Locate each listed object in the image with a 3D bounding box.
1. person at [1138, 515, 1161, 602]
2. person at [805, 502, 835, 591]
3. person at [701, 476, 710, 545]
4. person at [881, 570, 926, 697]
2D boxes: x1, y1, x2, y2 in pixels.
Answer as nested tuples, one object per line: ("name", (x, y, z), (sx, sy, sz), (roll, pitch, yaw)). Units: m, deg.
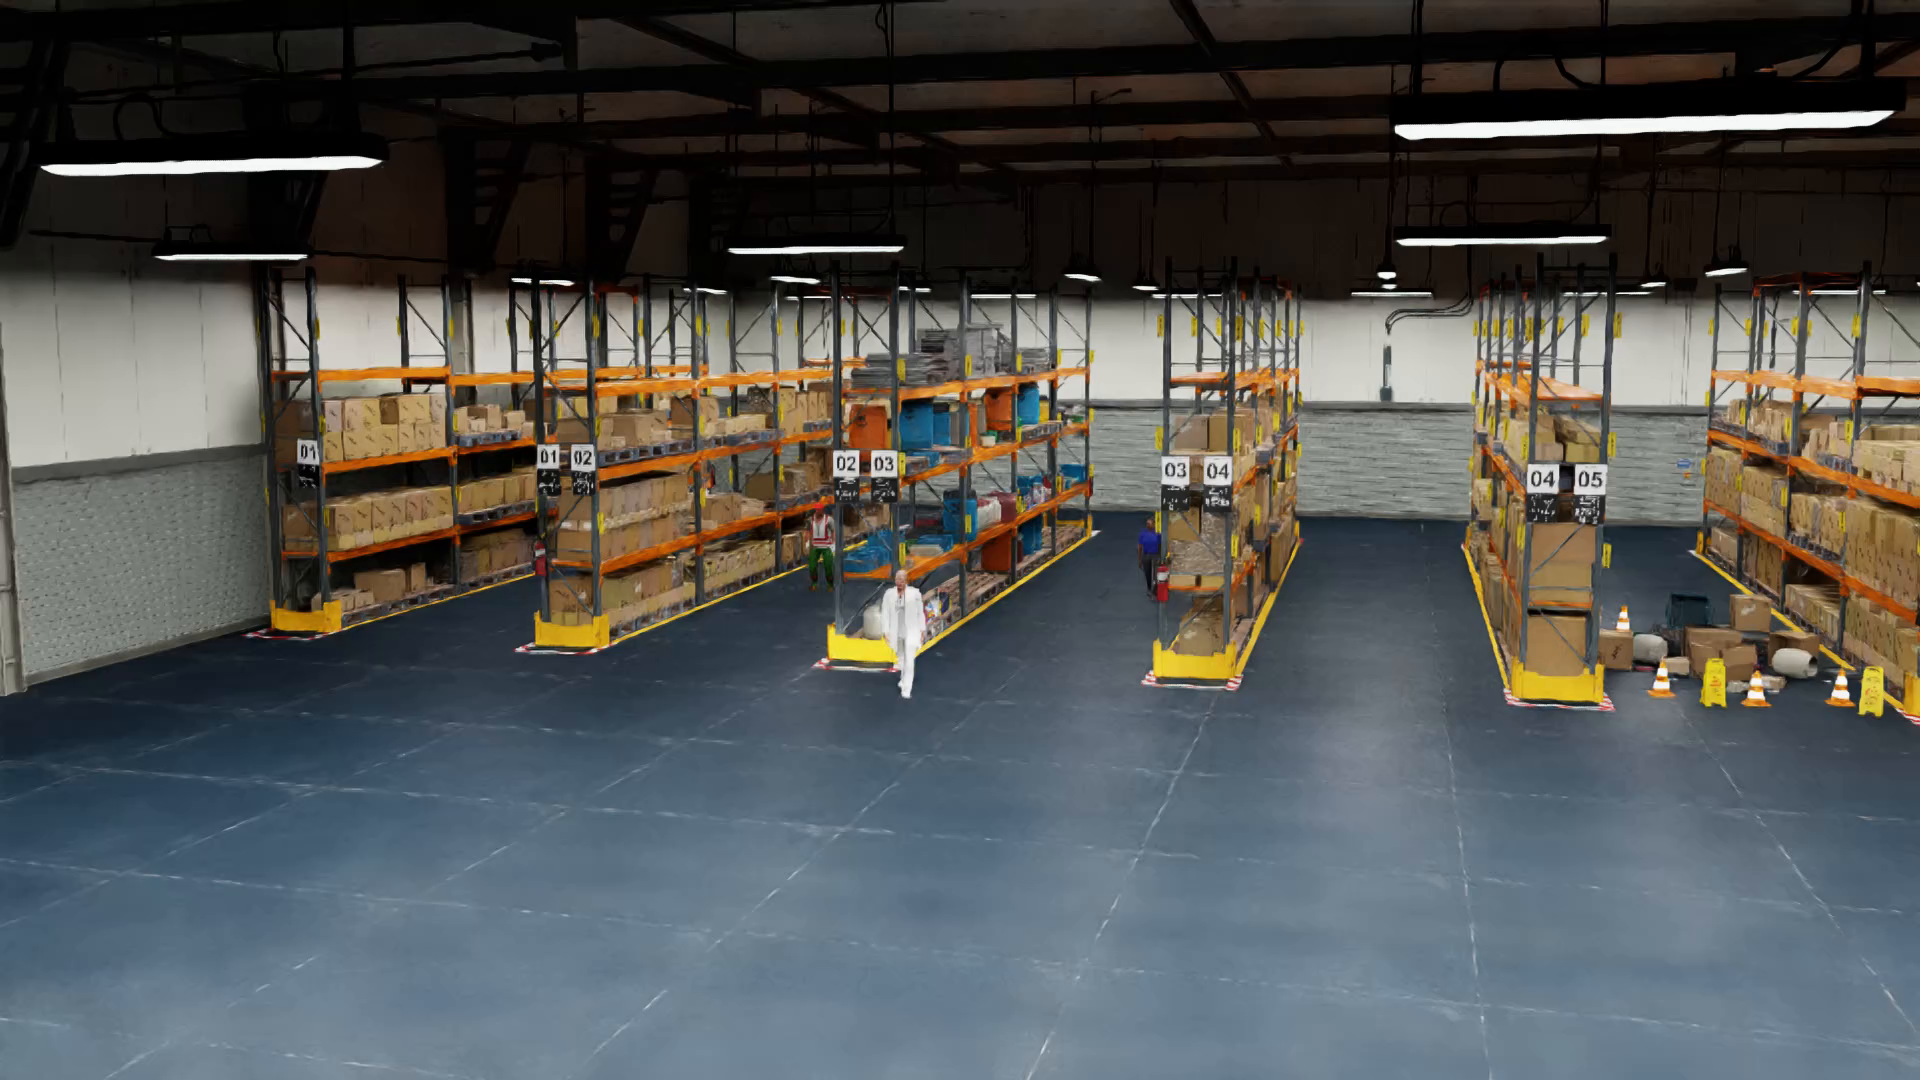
("person", (3.500, 0.320, 30.673), (0.447, 1.574, 1.088), (2, 8, 17))
("person", (-2.654, 0.126, 31.738), (0.677, 1.742, 0.552), (2, 7, 14))
("person", (-5.570, -0.518, 36.587), (0.476, 1.758, 0.593), (-2, 7, -14))
("person", (-0.795, 1.246, 22.837), (0.599, 1.695, 1.187), (2, 7, 12))
